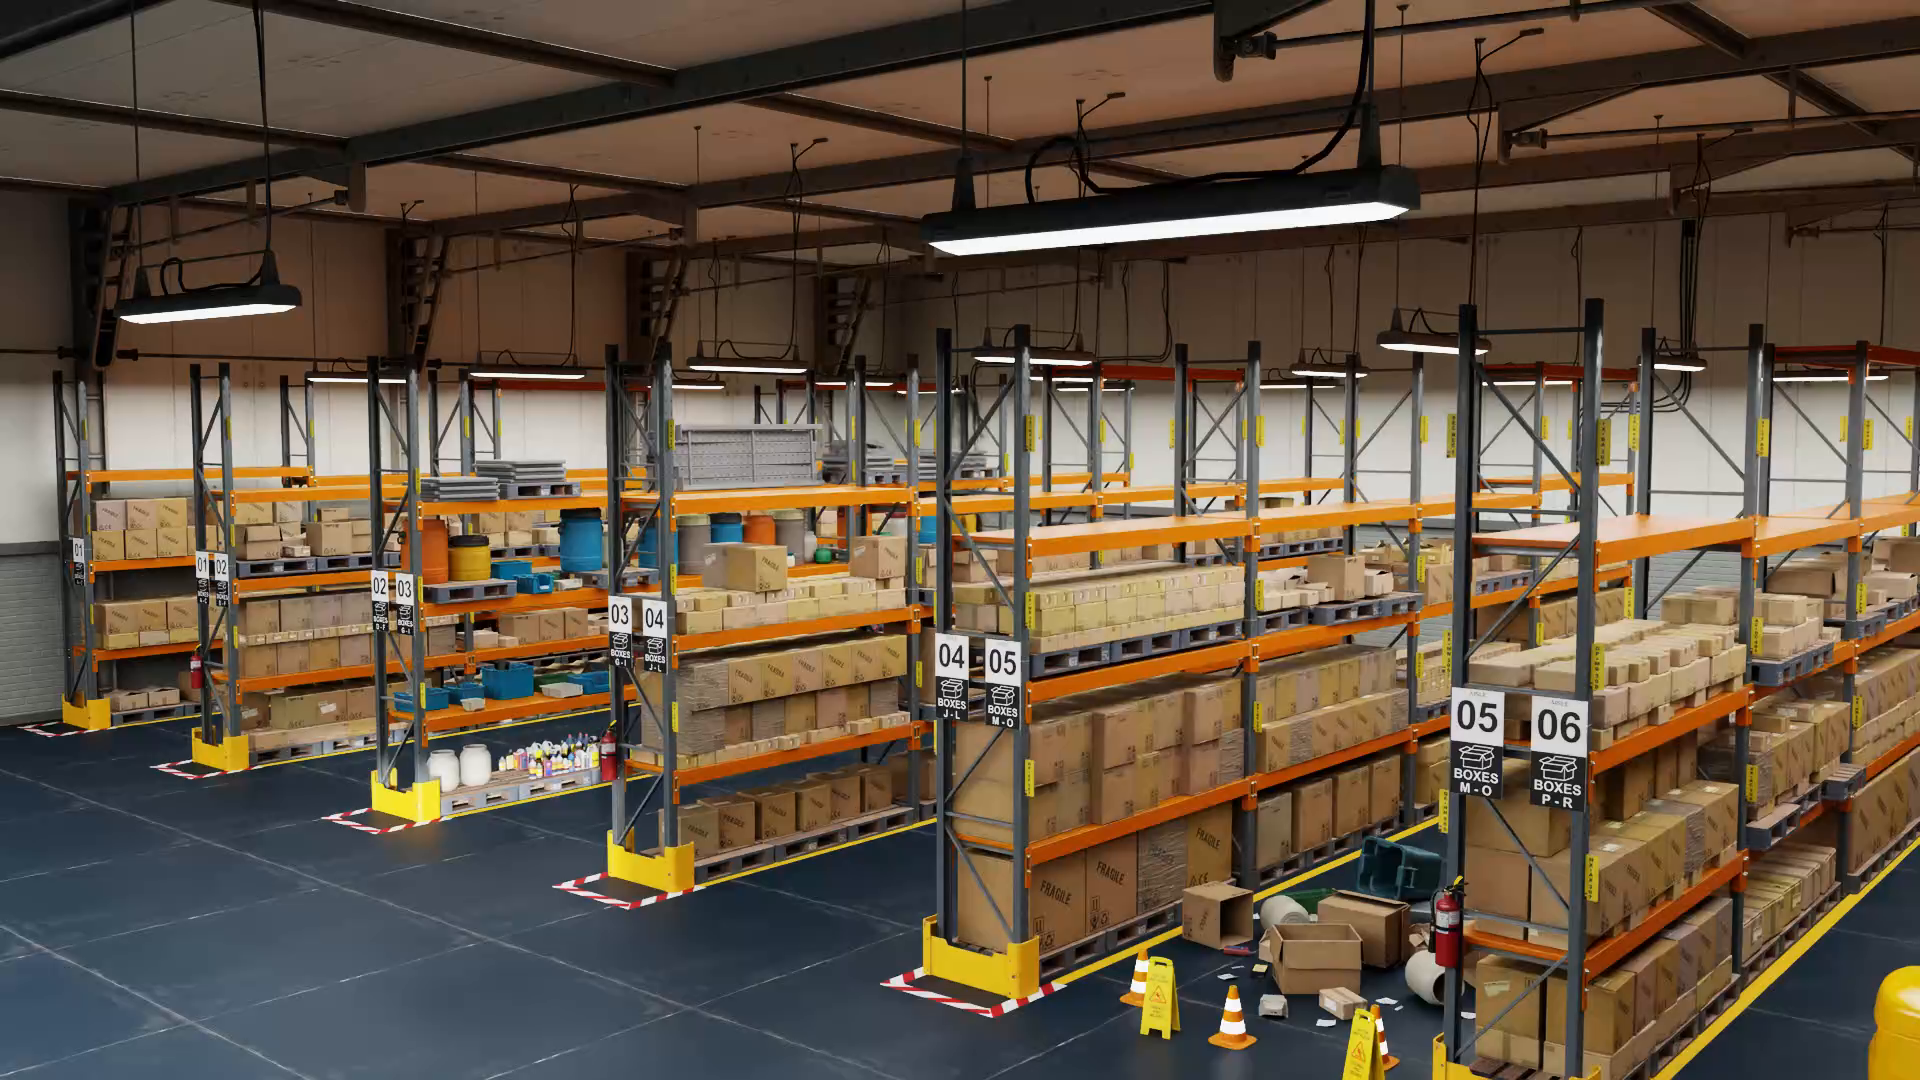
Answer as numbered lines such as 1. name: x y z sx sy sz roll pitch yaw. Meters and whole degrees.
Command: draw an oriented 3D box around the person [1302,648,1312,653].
1. person: 5.600 2.470 26.760 0.525 1.525 0.736 2 5 31
